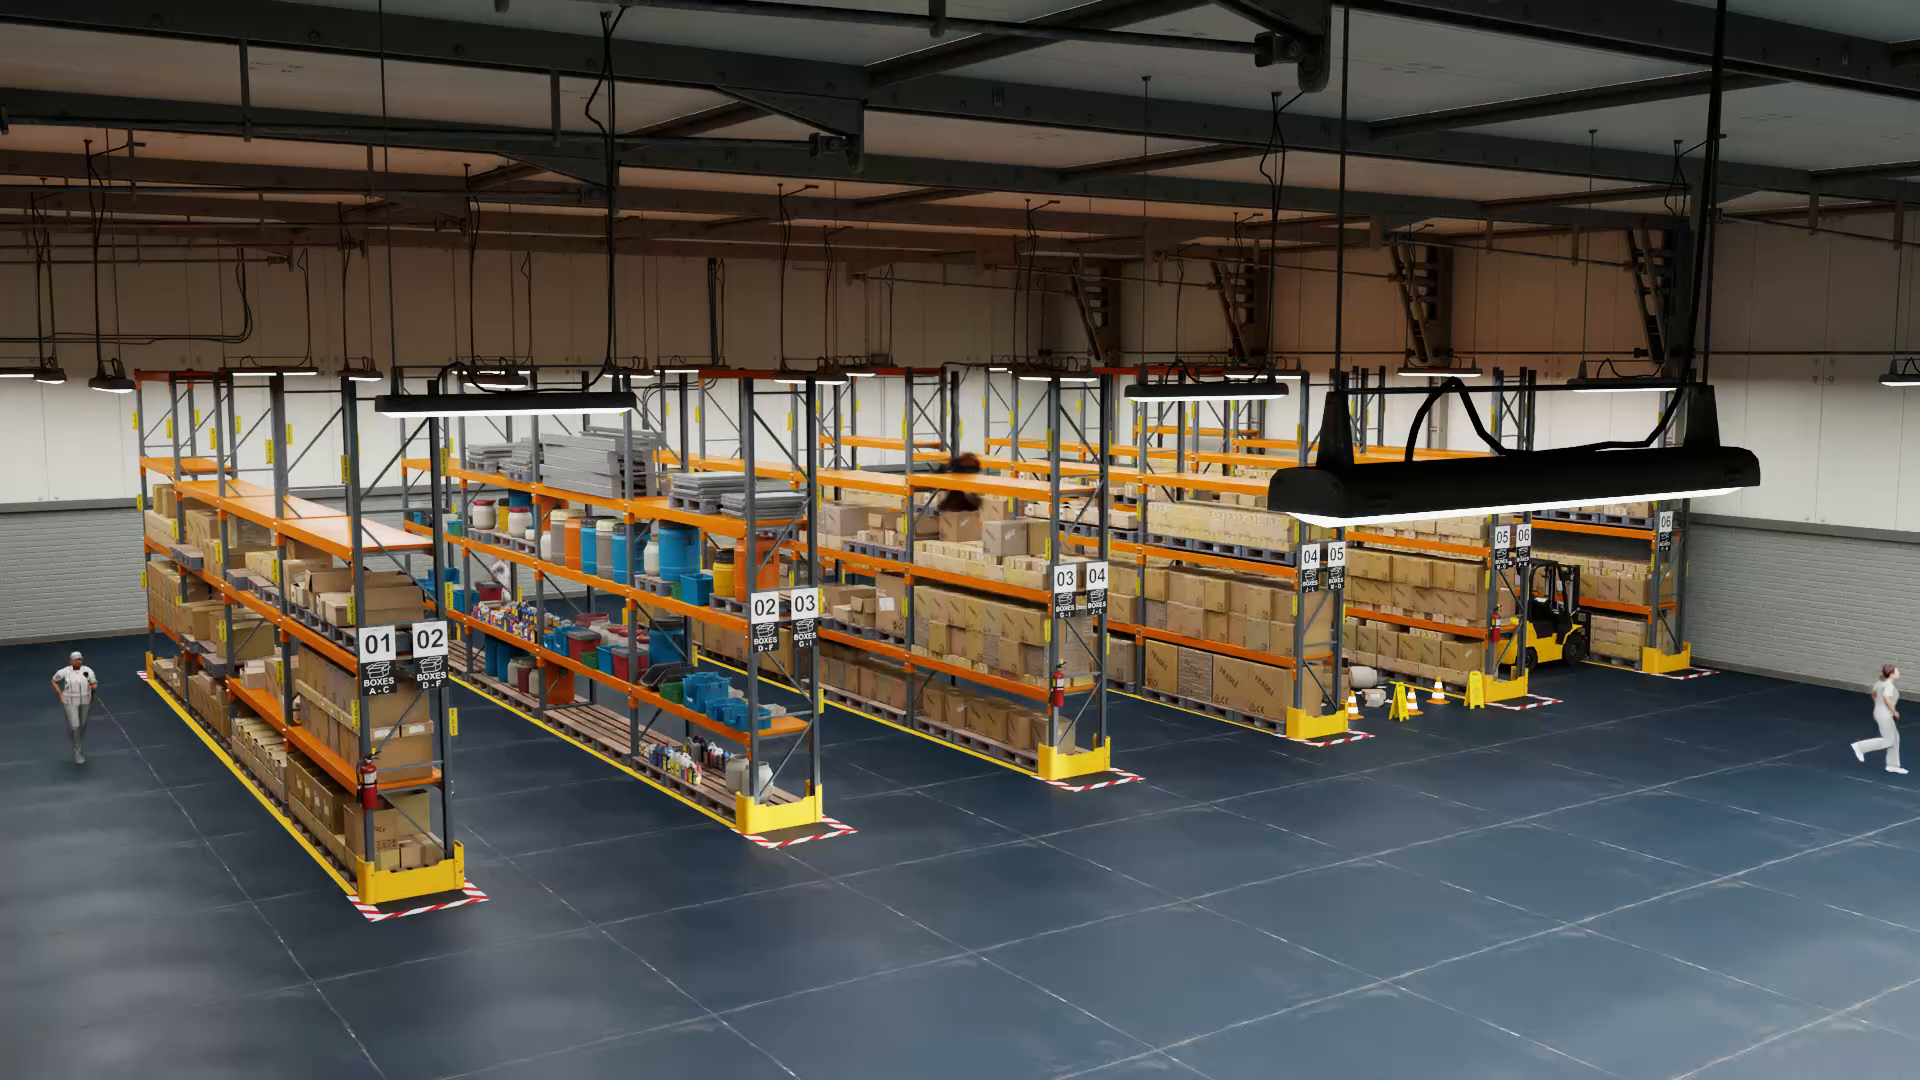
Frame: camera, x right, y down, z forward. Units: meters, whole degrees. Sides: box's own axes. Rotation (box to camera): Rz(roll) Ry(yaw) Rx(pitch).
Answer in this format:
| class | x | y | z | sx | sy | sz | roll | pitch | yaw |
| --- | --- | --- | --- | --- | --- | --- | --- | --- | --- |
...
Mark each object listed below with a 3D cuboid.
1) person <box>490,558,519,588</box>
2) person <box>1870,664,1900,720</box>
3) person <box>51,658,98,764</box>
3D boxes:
| class | x | y | z | sx | sy | sz | roll | pitch | yaw |
| --- | --- | --- | --- | --- | --- | --- | --- | --- | --- |
| person | -10.566 | 1.124 | 38.333 | 0.785 | 1.840 | 0.640 | -1 | 7 | -13 |
| person | 14.014 | 2.282 | 25.129 | 0.320 | 0.825 | 0.589 | 1 | 7 | 12 |
| person | -13.757 | 2.605 | 25.935 | 0.786 | 1.688 | 0.593 | 6 | 9 | 43 |
